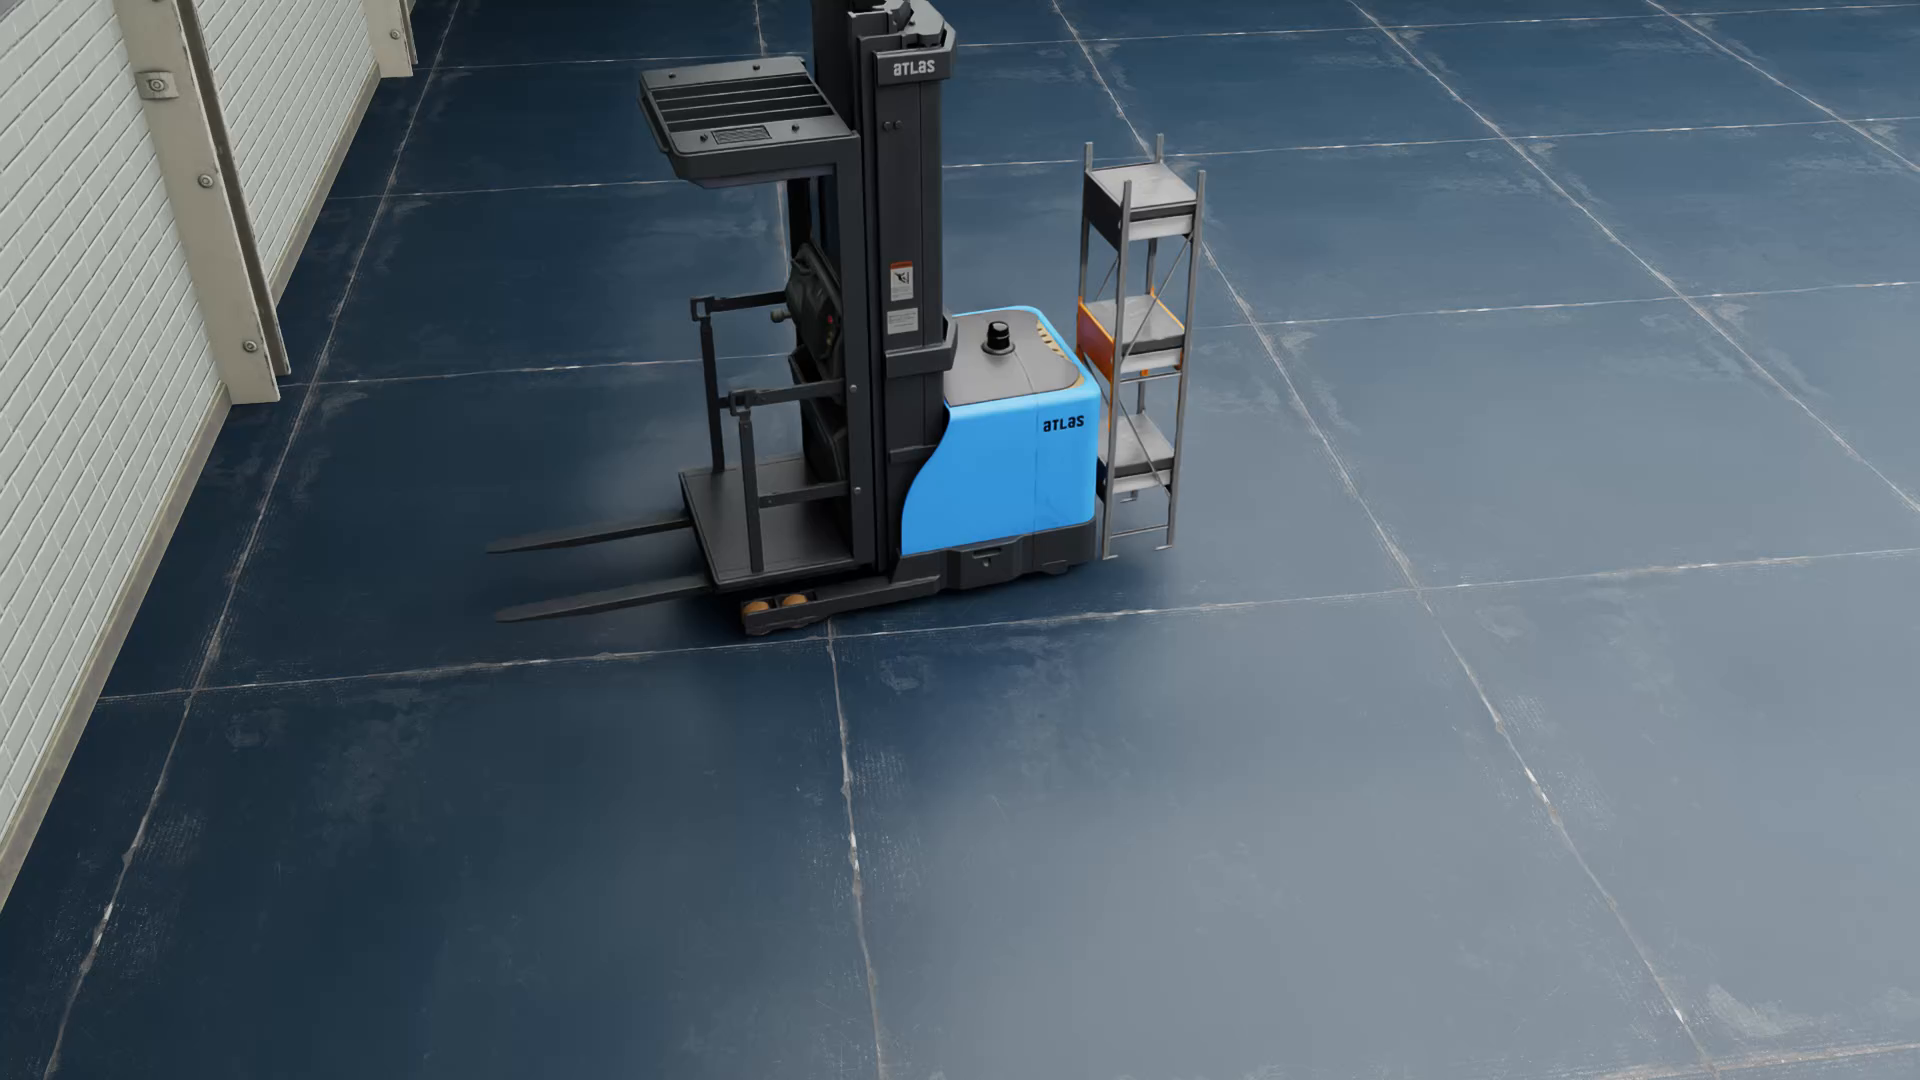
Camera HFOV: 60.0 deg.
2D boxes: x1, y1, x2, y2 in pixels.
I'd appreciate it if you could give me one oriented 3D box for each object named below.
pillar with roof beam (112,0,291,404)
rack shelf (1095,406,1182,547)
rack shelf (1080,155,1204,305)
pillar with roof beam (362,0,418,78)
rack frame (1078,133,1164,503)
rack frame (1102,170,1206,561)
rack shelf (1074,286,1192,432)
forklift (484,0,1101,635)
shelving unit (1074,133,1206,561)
[{"bbox_3d":[-0.059,-4.987,8.206,9.100,9.000,0.400,-4,35,-6],"label":"pillar with roof beam"},{"bbox_3d":[0.864,-0.338,8.777,0.431,0.518,0.480,-10,36,-14],"label":"rack shelf"},{"bbox_3d":[0.864,-1.495,7.989,0.431,0.518,0.480,-10,36,-14],"label":"rack shelf"},{"bbox_3d":[-0.866,-8.335,13.119,9.100,9.000,0.400,-4,35,-6],"label":"pillar with roof beam"},{"bbox_3d":[0.790,-1.058,8.567,0.400,2.100,0.015,-10,36,-14],"label":"rack frame"},{"bbox_3d":[0.937,-0.796,8.183,0.400,2.100,0.015,-10,36,-14],"label":"rack frame"},{"bbox_3d":[0.864,-0.916,8.383,0.431,0.518,0.480,-10,36,-14],"label":"rack shelf"},{"bbox_3d":[-0.873,-1.075,7.854,3.031,2.935,1.130,-10,36,-14],"label":"forklift"},{"bbox_3d":[0.864,-0.927,8.375,0.431,2.100,0.503,-10,36,-14],"label":"shelving unit"}]
